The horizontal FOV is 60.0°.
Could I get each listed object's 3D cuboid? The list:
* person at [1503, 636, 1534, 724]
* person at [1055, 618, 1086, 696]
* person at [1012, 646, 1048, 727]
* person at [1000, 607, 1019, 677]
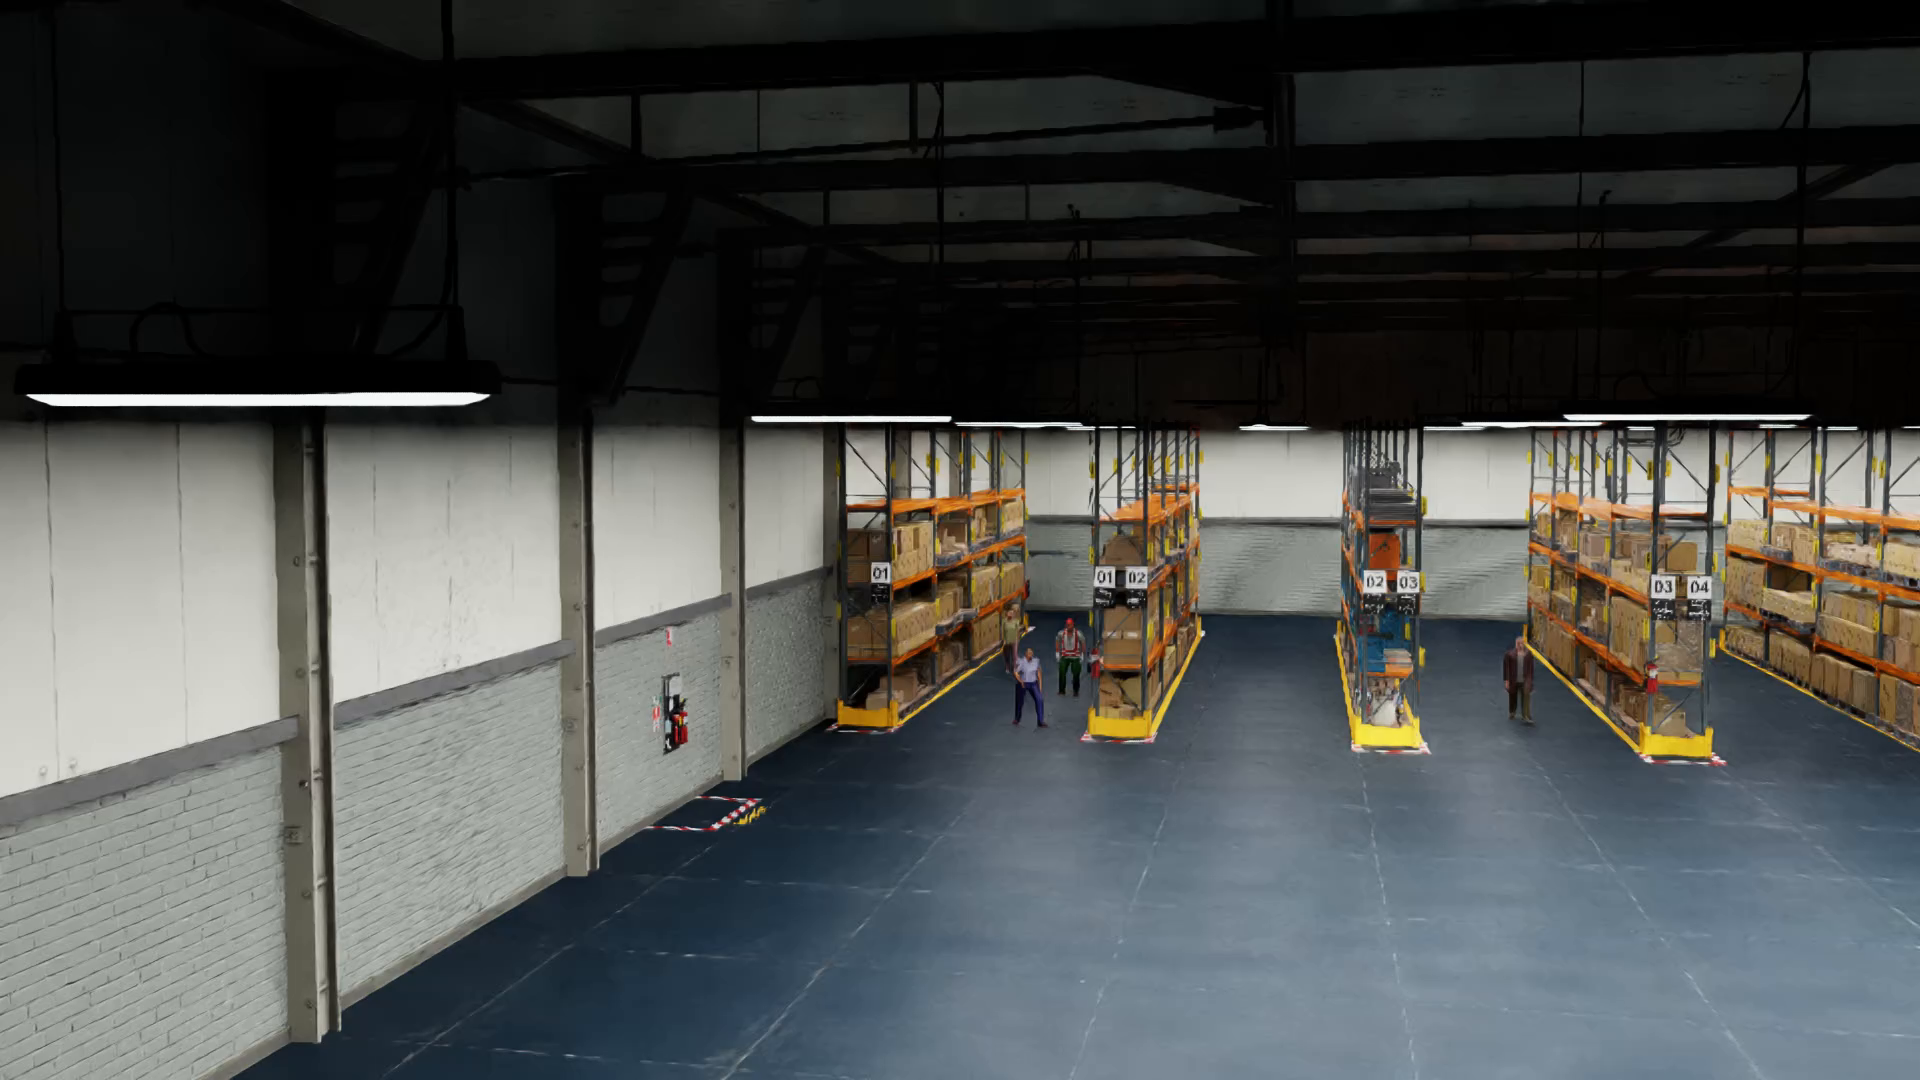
[{"bbox_3d":[10.991,2.732,32.709,0.598,1.698,1.193,1,4,14],"label":"person"},{"bbox_3d":[2.379,2.529,35.938,0.677,1.742,0.552,1,4,10],"label":"person"},{"bbox_3d":[1.346,2.832,32.362,0.653,1.564,0.809,0,4,-7],"label":"person"},{"bbox_3d":[1.166,2.376,38.994,0.446,1.604,1.018,0,4,3],"label":"person"}]
